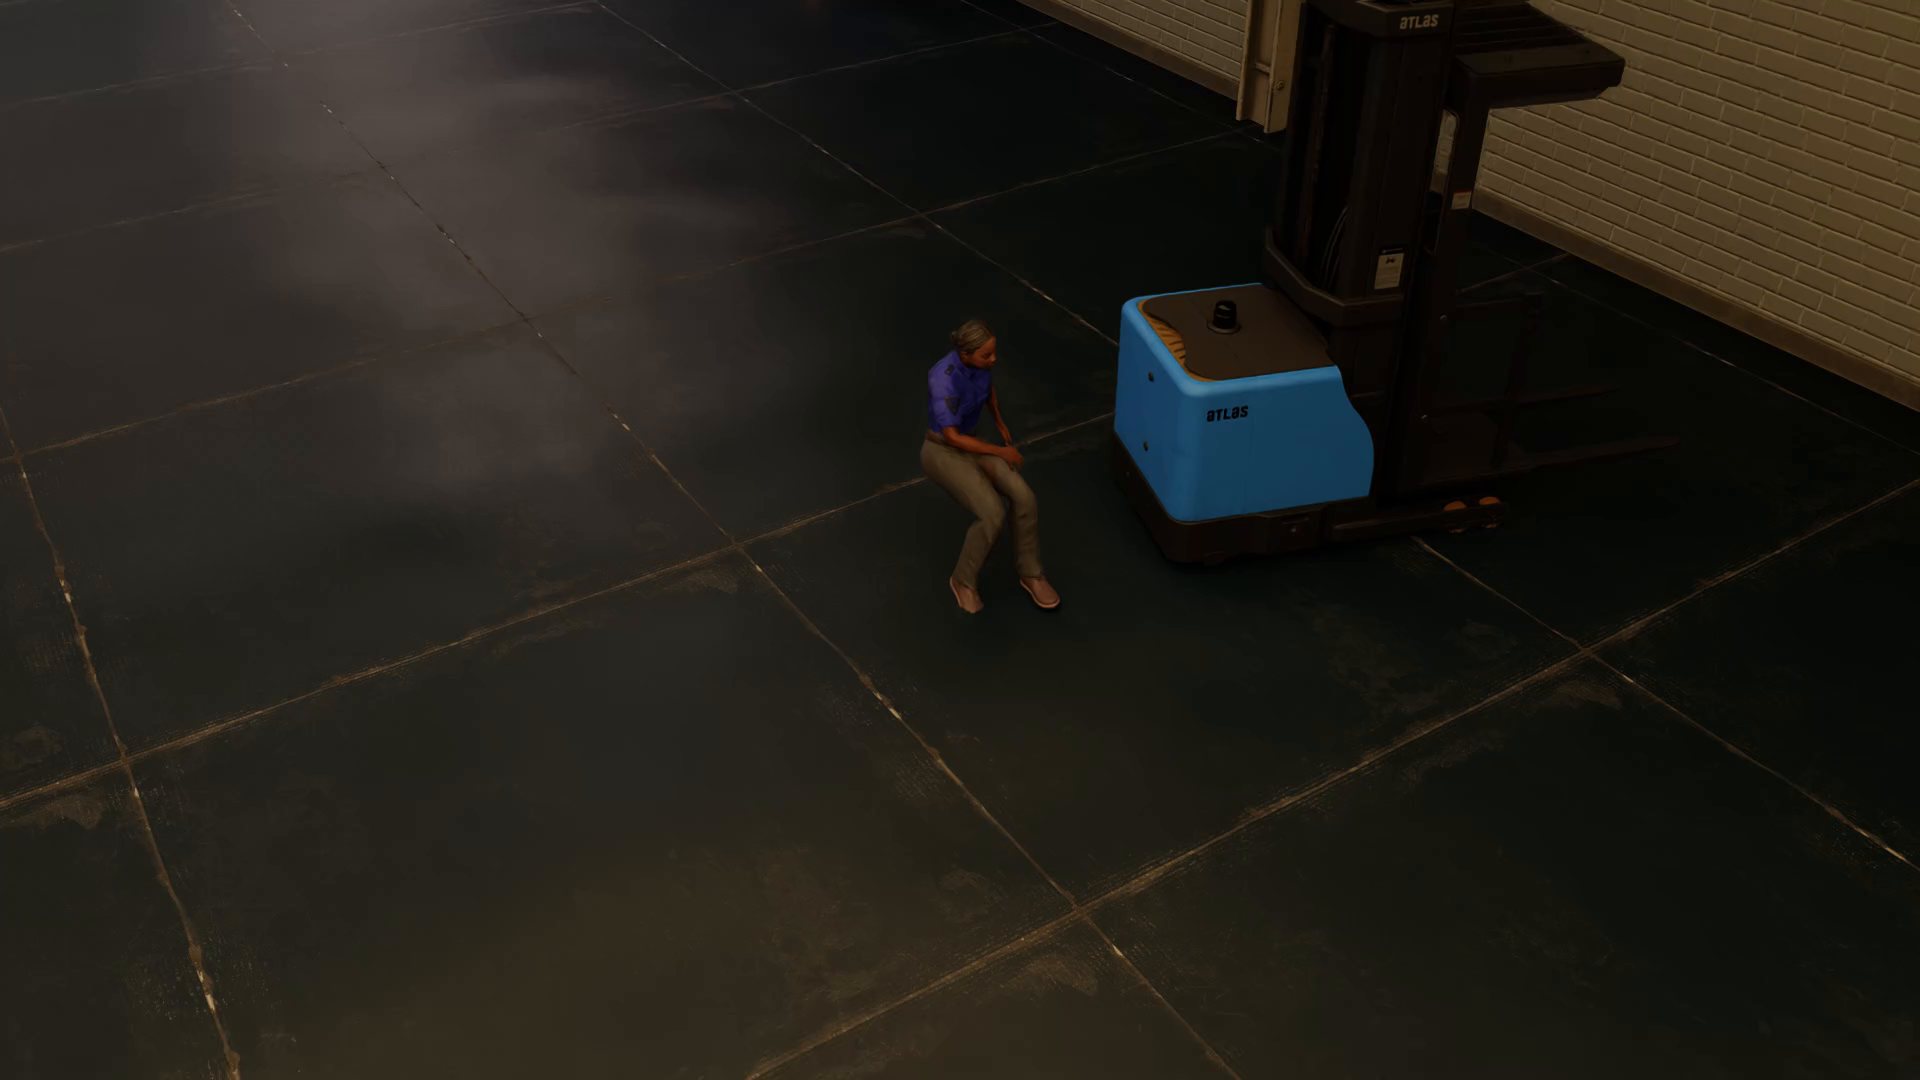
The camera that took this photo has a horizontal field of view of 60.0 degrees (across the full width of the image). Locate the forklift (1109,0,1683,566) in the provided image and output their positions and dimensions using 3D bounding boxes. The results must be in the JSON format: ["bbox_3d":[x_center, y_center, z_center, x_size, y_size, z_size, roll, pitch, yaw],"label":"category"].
[{"bbox_3d":[2.397,-1.521,8.312,3.031,2.935,1.130,-8,36,-12],"label":"forklift"}]

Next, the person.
[{"bbox_3d":[0.189,-0.373,8.078,0.826,1.457,0.727,20,40,26],"label":"person"}]
